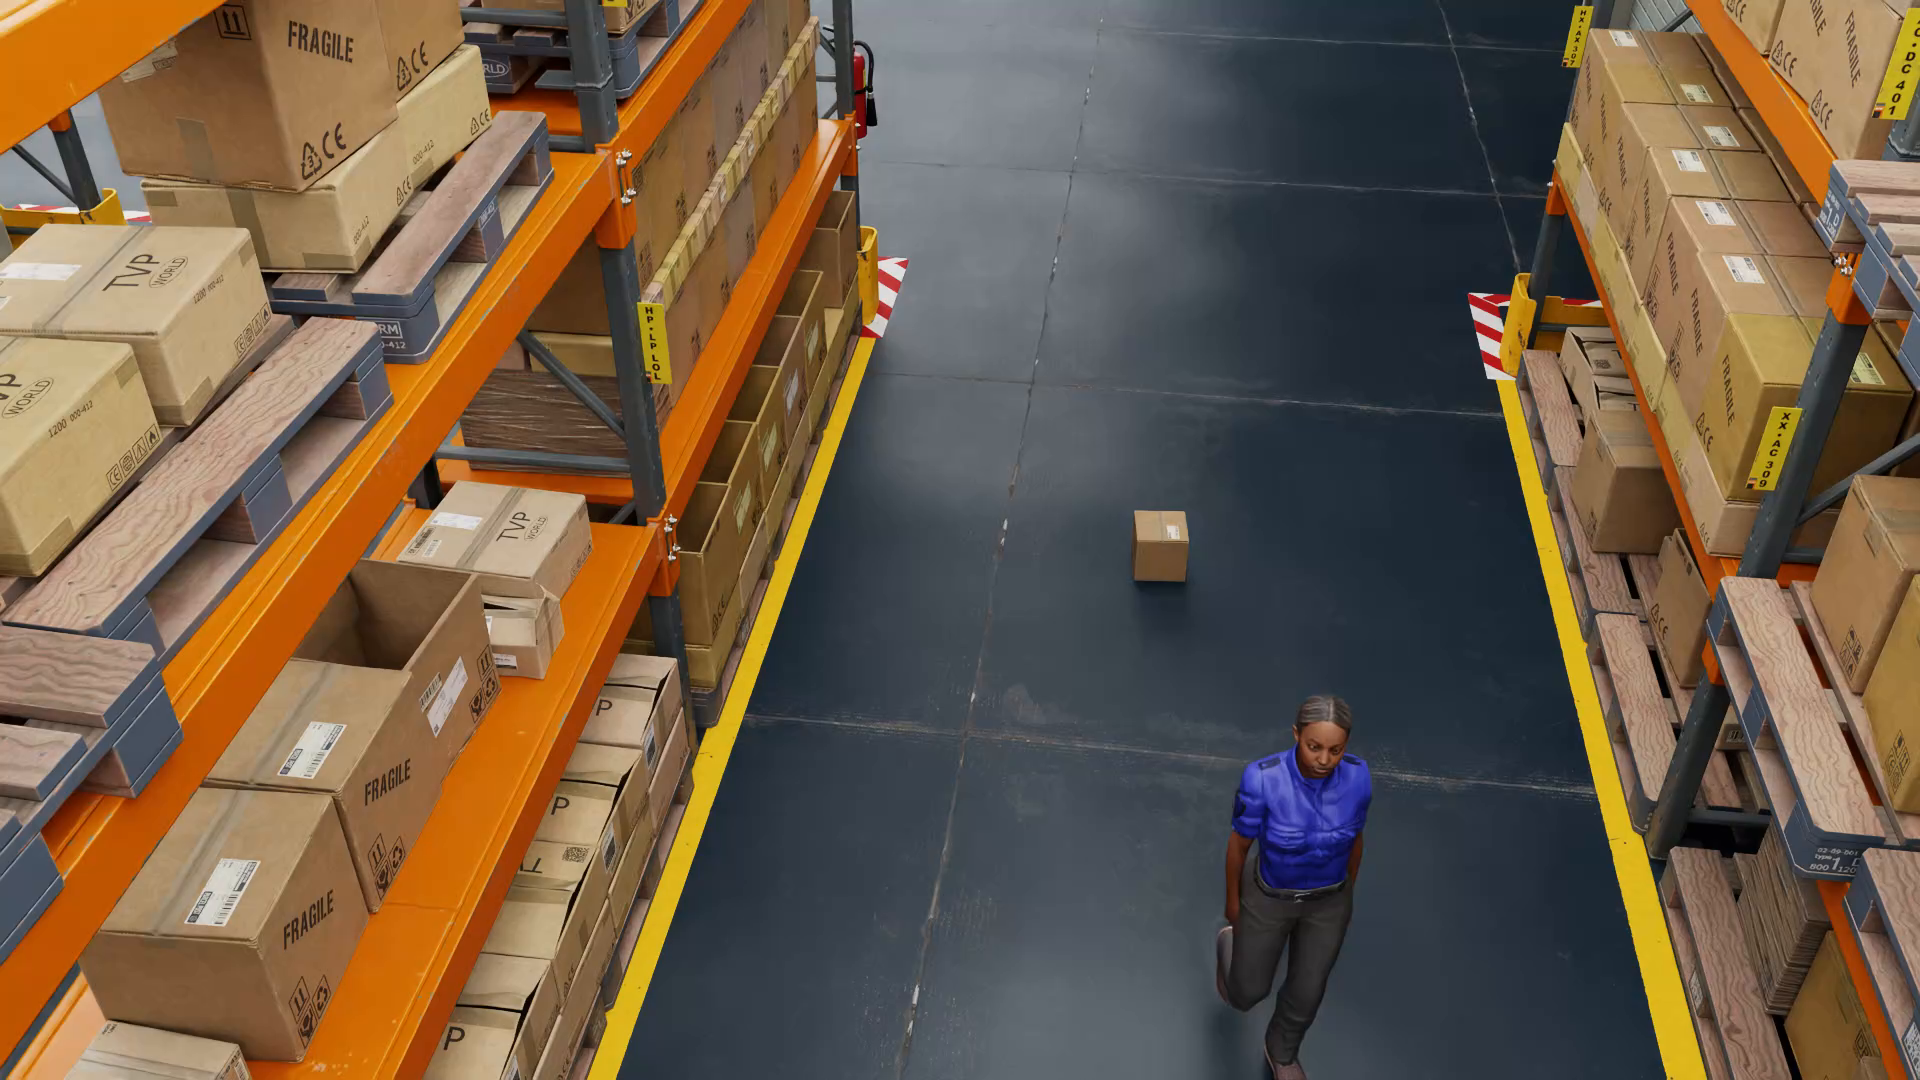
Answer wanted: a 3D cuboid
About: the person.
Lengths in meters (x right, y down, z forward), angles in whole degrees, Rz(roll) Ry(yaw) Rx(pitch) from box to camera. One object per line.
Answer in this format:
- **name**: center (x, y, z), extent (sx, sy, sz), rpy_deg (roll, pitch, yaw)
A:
- **person**: center (1.077, 1.139, 5.463), extent (0.447, 1.638, 0.604), rpy_deg (-3, 36, -4)
